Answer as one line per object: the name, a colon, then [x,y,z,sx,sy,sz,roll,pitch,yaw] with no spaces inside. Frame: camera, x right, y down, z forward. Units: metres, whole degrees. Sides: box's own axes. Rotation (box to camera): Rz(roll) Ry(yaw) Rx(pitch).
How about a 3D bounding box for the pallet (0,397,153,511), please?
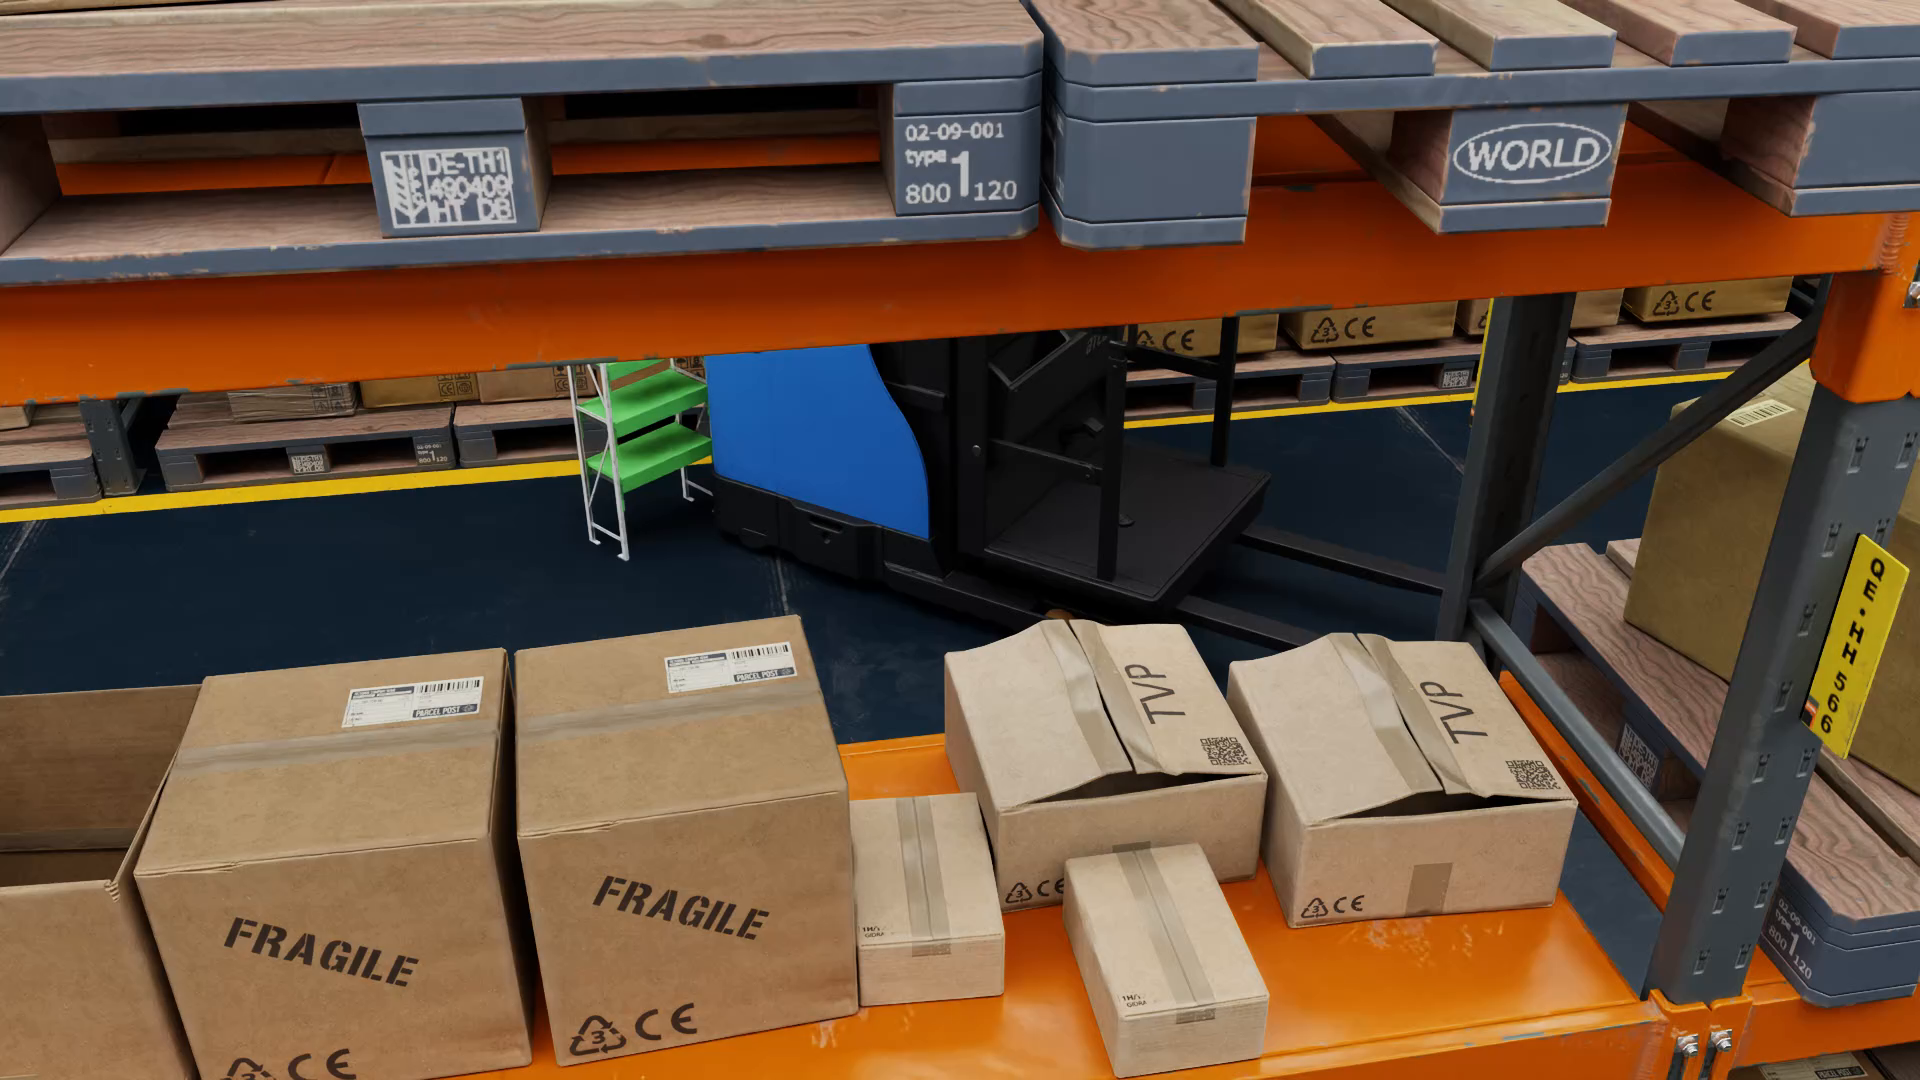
pallet: [-4.309,-0.444,7.297,1.213,0.211,1.003,-5,31,-9]

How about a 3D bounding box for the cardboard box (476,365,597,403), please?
cardboard box: [-1.925,-1.012,7.543,0.500,0.500,0.700,-5,31,-8]

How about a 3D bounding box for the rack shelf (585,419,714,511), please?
rack shelf: [-1.244,-0.306,6.687,0.258,0.148,0.480,25,39,36]

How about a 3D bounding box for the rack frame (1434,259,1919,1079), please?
rack frame: [1.175,0.377,3.149,0.053,2.616,0.949,-5,31,-9]

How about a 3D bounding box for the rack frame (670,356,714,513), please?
rack frame: [-1.080,-0.660,6.688,0.240,1.200,0.015,25,39,36]

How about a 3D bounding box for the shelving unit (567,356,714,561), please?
shelving unit: [-1.244,-0.568,6.533,0.258,1.200,0.503,25,39,36]

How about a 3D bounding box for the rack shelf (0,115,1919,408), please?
rack shelf: [-0.791,-0.421,2.258,4.000,0.370,1.077,-5,31,-9]

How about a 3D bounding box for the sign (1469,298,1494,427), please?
sign: [1.069,-0.356,3.331,0.005,0.325,0.100,-5,31,-9]

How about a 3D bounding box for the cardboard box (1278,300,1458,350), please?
cardboard box: [1.890,-1.423,7.918,0.750,0.750,0.750,-5,31,-9]

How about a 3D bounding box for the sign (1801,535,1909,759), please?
sign: [1.279,0.156,2.382,0.005,0.325,0.100,-5,31,-9]

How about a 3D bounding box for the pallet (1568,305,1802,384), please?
pallet: [3.469,-1.146,8.490,1.213,0.211,1.003,-5,31,-9]

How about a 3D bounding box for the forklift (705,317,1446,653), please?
forklift: [0.535,-1.102,5.733,3.031,2.935,1.130,17,34,26]

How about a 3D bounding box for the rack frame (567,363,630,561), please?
rack frame: [-1.409,-0.477,6.378,0.240,1.200,0.015,25,39,36]

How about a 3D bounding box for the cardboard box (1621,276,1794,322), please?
cardboard box: [3.599,-1.586,8.194,0.750,0.750,0.750,-5,31,-8]

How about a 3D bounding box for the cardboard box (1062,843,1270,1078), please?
cardboard box: [0.341,0.707,2.836,0.250,0.149,0.380,-5,31,-9]

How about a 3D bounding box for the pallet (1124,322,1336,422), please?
pallet: [1.069,-0.923,8.111,1.213,0.211,1.003,-5,31,-9]

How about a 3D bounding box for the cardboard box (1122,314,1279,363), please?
cardboard box: [1.027,-1.347,7.787,0.750,0.750,0.750,-6,31,-10]

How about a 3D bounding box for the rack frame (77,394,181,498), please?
rack frame: [-3.655,-1.725,6.725,0.127,3.000,1.000,-5,31,-9]

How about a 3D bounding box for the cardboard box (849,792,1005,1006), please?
cardboard box: [-0.068,0.632,2.964,0.250,0.149,0.380,-3,31,-5]

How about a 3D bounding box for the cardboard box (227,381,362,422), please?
cardboard box: [-2.934,-0.913,7.375,0.500,0.500,0.700,-4,31,-7]

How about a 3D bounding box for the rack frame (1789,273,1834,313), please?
rack frame: [4.214,-2.456,7.967,0.127,3.000,1.000,-5,31,-9]

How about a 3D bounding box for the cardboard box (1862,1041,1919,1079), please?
cardboard box: [2.189,1.317,3.583,0.500,0.500,0.500,-6,31,-11]

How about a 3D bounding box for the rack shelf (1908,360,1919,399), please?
rack shelf: [3.143,-0.787,2.879,4.000,0.370,1.077,-5,31,-9]

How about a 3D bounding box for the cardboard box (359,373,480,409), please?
cardboard box: [-2.434,-0.985,7.498,0.500,0.500,0.700,-6,31,-10]

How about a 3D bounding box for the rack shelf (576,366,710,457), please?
rack shelf: [-1.244,-0.513,6.565,0.258,0.148,0.480,25,39,36]

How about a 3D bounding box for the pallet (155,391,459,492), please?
pallet: [-2.889,-0.595,7.554,1.213,0.211,1.003,-5,31,-9]

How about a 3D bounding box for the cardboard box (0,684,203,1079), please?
cardboard box: [-1.482,0.591,2.687,0.500,0.500,0.500,-3,31,-5]

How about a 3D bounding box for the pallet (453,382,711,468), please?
pallet: [-1.687,-0.708,7.746,1.213,0.211,1.003,-5,31,-9]

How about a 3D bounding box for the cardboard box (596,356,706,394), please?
cardboard box: [-1.430,-1.062,7.629,0.500,0.500,0.700,-5,31,-9]

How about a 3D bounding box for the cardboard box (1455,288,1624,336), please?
cardboard box: [2.725,-1.503,8.054,0.750,0.750,0.750,-4,31,-7]

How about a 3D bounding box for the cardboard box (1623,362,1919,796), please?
cardboard box: [1.775,0.041,3.208,0.500,0.500,0.700,-16,34,-25]

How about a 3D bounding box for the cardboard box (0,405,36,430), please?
cardboard box: [-4.176,-0.630,7.223,0.250,0.166,0.380,-9,32,-15]

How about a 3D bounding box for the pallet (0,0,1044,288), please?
pallet: [-0.575,-0.623,2.076,1.213,0.211,1.003,-4,31,-7]

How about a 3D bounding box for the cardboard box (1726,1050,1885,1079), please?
cardboard box: [1.675,1.368,3.497,0.500,0.500,0.500,-4,31,-7]

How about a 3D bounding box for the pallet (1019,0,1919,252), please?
pallet: [0.524,-0.726,2.252,1.003,0.211,1.213,-4,31,-7]

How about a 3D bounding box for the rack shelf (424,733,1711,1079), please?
rack shelf: [-0.791,0.872,3.018,4.000,0.370,1.077,-5,31,-9]

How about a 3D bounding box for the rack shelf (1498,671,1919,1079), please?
rack shelf: [3.143,0.507,3.639,4.000,0.370,1.077,-5,31,-9]

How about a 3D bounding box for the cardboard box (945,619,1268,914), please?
cardboard box: [0.261,0.403,3.194,0.500,0.311,0.500,-6,31,-10]

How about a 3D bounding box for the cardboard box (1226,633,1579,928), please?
cardboard box: [0.810,0.429,3.149,0.500,0.311,0.500,-3,31,-6]

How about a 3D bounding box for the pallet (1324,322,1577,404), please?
pallet: [2.267,-1.032,8.298,1.213,0.211,1.003,-5,31,-9]

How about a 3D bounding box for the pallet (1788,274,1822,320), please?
pallet: [4.977,-1.284,8.725,1.213,0.211,1.003,-5,31,-9]

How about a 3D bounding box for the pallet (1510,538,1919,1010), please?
pallet: [1.830,0.365,3.359,1.003,0.211,1.213,-5,31,-9]

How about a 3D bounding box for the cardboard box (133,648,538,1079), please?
cardboard box: [-0.990,0.545,2.765,0.500,0.500,0.500,-5,31,-9]

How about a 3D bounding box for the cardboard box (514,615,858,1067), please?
cardboard box: [-0.472,0.497,2.846,0.500,0.500,0.500,-7,31,-12]

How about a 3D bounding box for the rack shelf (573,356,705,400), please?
rack shelf: [-1.244,-0.720,6.444,0.258,0.148,0.480,25,39,36]
